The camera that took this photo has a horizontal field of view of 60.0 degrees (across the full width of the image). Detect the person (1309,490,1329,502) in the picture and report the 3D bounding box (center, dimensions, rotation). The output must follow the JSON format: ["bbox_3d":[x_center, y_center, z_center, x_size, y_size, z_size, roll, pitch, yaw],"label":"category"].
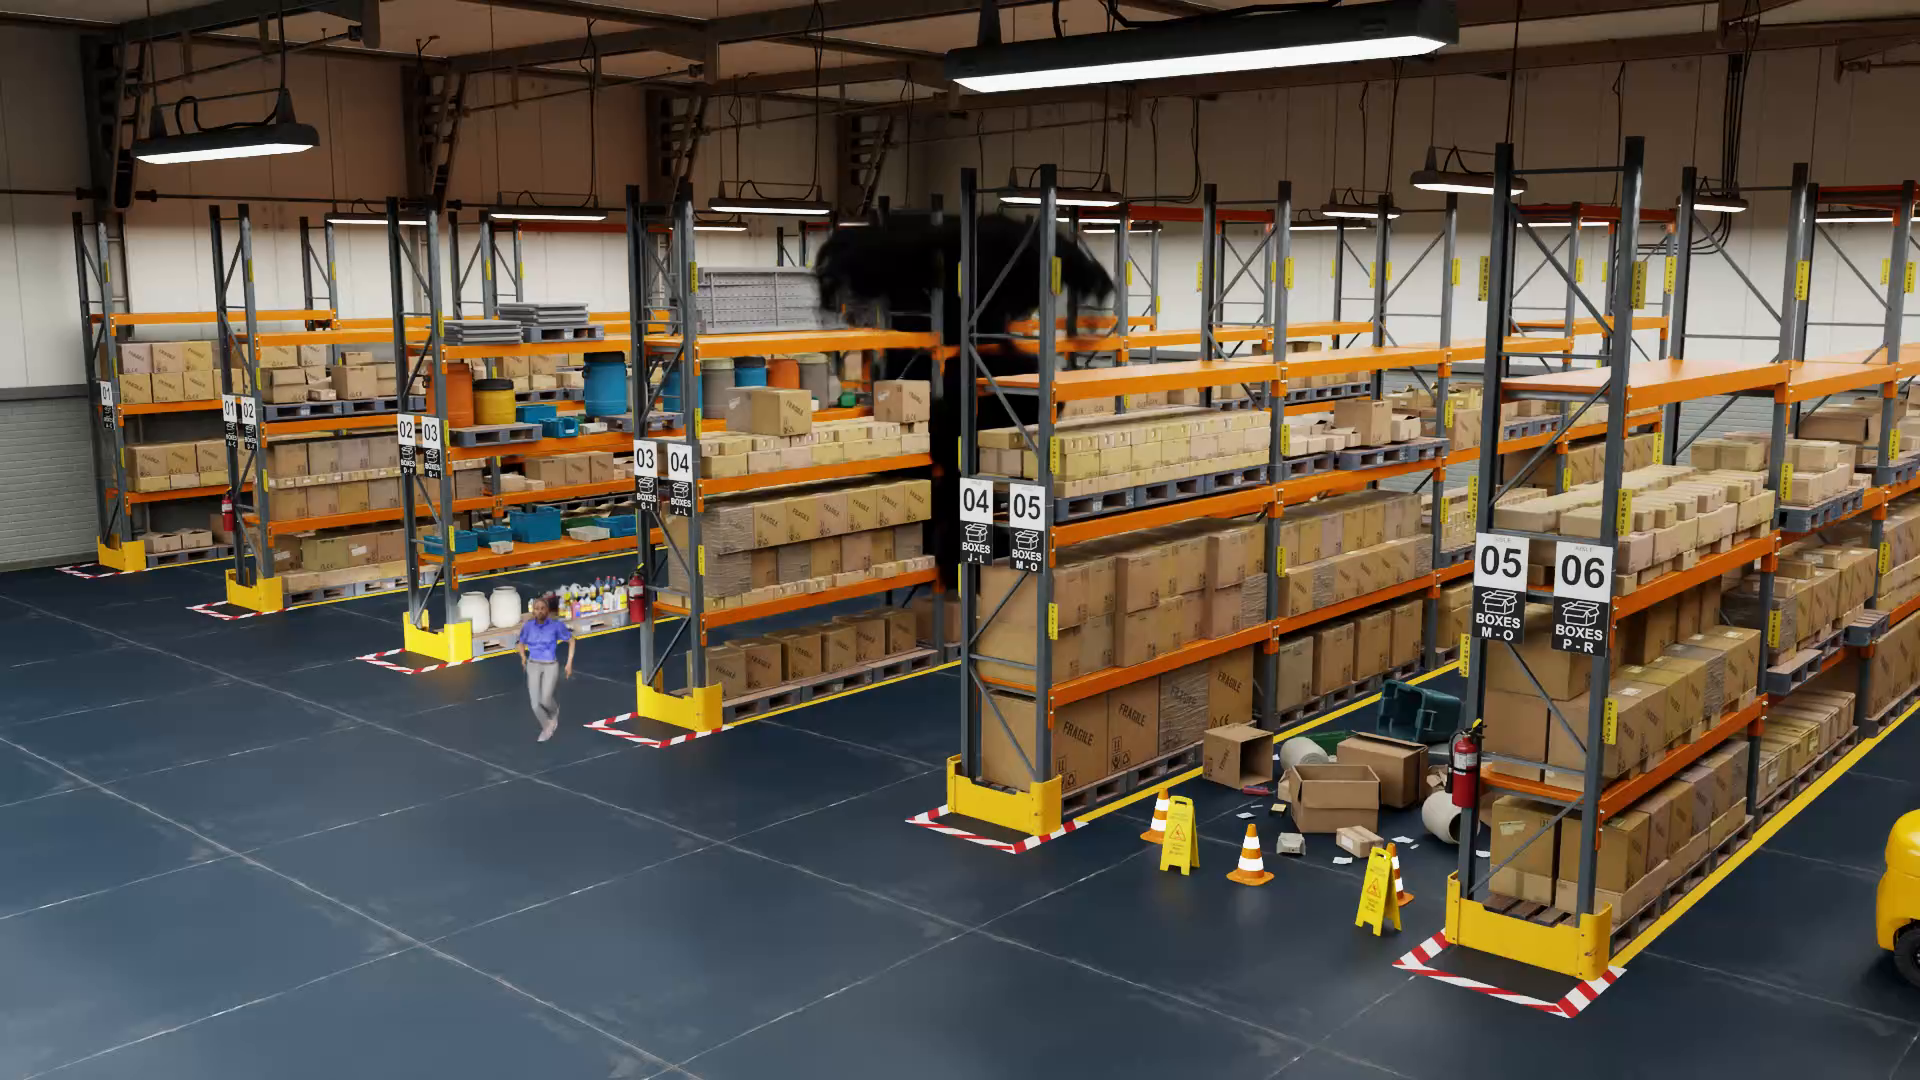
[{"bbox_3d":[5.689,-0.056,26.079,0.690,1.773,0.967,7,12,36],"label":"person"}]

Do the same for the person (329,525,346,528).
[{"bbox_3d":[-10.491,-0.278,28.127,0.557,1.597,0.928,7,12,37],"label":"person"}]

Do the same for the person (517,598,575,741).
[{"bbox_3d":[-4.502,1.416,18.008,0.592,1.607,0.610,1,10,4],"label":"person"}]
